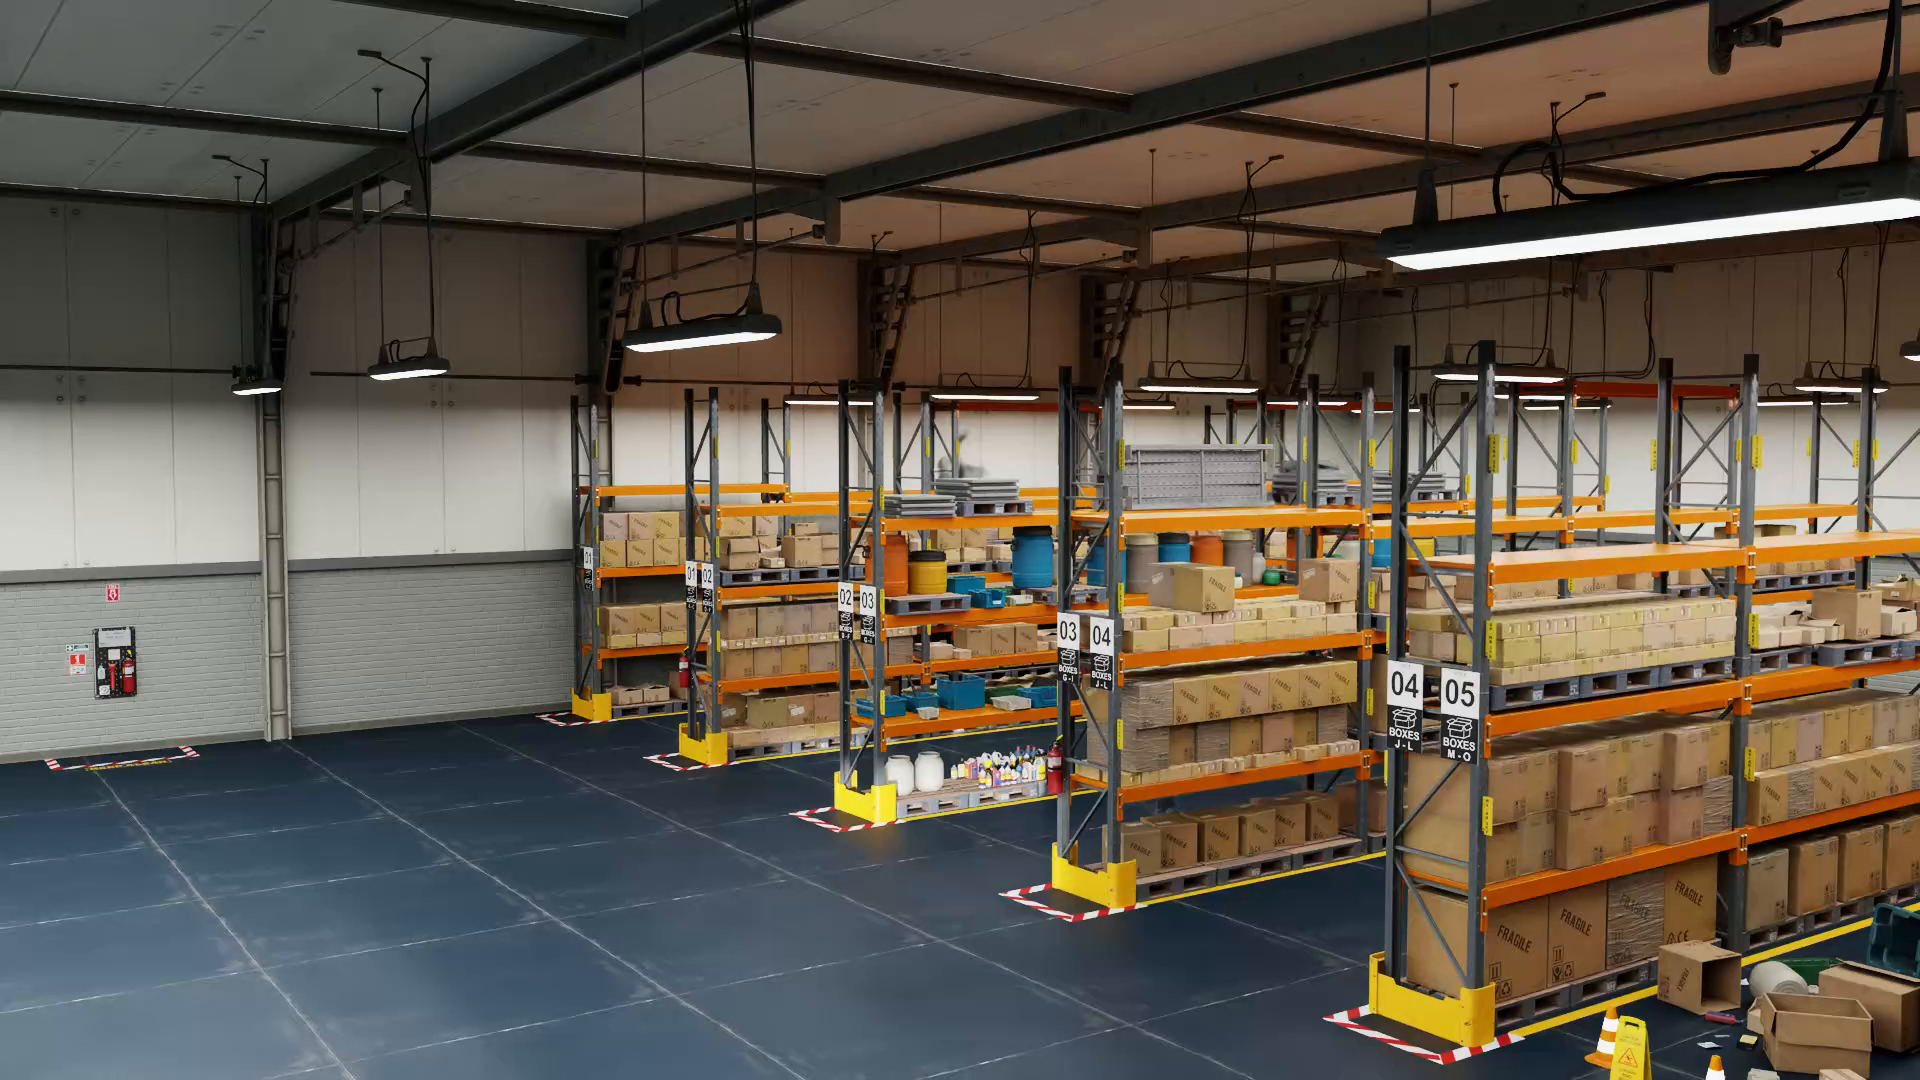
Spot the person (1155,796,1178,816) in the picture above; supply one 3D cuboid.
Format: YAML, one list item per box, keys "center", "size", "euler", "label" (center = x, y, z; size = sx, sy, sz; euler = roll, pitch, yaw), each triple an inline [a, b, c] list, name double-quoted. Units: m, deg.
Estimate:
- center: [2.710, 2.948, 22.264]
  size: [0.719, 1.817, 0.687]
  euler: [-3, 5, -41]
  label: "person"
